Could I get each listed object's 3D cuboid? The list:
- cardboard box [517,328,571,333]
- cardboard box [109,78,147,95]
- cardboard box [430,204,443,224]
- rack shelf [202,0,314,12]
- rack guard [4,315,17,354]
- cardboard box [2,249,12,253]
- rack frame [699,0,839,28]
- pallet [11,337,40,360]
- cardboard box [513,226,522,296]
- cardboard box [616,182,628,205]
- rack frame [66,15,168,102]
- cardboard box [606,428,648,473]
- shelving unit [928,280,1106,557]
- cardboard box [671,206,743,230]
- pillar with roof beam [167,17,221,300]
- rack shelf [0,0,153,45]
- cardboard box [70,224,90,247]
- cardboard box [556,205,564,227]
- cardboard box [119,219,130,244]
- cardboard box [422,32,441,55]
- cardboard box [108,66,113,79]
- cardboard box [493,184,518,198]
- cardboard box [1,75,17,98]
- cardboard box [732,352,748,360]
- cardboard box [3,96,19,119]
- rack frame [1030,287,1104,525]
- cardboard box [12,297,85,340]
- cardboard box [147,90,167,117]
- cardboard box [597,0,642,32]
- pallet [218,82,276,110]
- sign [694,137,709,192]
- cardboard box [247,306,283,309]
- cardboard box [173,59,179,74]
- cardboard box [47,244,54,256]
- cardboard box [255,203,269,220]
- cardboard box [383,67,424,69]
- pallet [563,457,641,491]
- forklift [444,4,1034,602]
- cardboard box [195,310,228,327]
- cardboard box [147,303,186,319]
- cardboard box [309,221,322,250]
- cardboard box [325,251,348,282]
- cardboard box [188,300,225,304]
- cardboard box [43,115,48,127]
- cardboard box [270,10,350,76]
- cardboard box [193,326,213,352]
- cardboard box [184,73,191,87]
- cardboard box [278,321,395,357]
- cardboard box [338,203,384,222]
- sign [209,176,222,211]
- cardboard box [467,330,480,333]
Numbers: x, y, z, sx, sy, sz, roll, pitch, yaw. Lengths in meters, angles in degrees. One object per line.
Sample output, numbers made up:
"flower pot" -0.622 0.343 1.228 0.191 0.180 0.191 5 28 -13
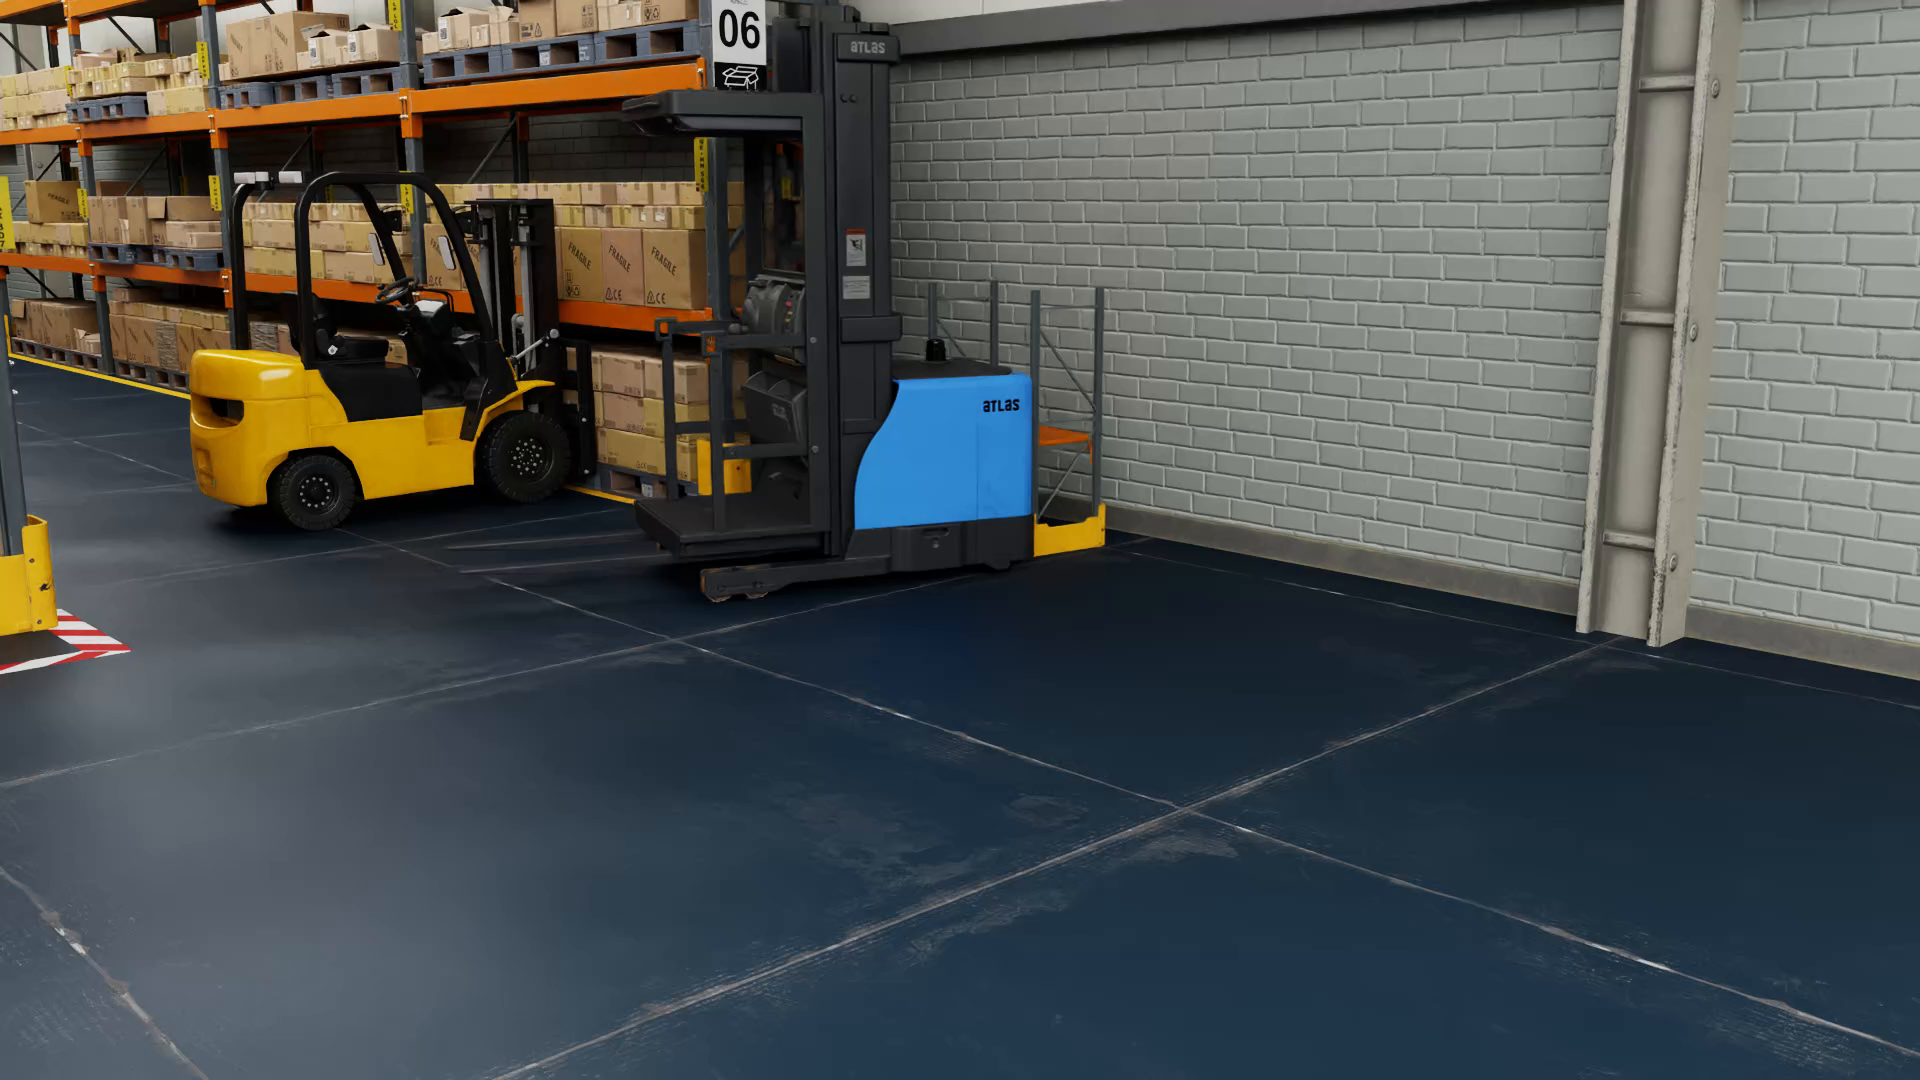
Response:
"cardboard box" -3.454 -1.569 13.387 0.500 0.250 0.500 -10 16 -41
"cardboard box" -8.664 -4.747 17.419 0.380 0.149 0.250 -10 16 -41
"cardboard box" -3.904 -2.548 12.991 0.380 0.149 0.250 -11 16 -43
"rack shelf" -5.315 -4.947 14.395 1.077 0.370 4.000 -11 16 -43
"rack guard" -12.168 -2.781 22.169 1.175 0.500 0.348 -11 16 -43
"cardboard box" -12.192 -3.807 21.578 0.380 0.149 0.250 -11 16 -43
"rack frame" -1.172 -4.619 10.032 1.000 3.000 0.127 -11 16 -43
"pallet" -11.617 -2.523 21.635 1.003 0.211 1.213 -11 16 -43
"cardboard box" -3.094 -2.065 12.254 0.500 0.500 0.500 -11 16 -43
"cardboard box" -2.083 -2.329 11.190 0.380 0.149 0.250 -11 16 -42
"rack frame" -9.459 -6.371 18.532 1.000 3.000 0.127 -11 16 -43
"cardboard box" -2.061 -0.638 11.350 0.500 0.250 0.500 -11 16 -43
"shelving unit" 0.308 -0.755 9.860 0.587 1.500 1.083 -8 14 -34
"cardboard box" -1.614 -2.059 10.618 0.380 0.149 0.250 -11 16 -42
"pillar with roof beam" -12.401 -5.998 16.723 9.100 9.000 0.400 -11 16 -43
"rack shelf" -10.840 -6.309 20.022 1.077 0.370 4.000 -11 16 -43
"cardboard box" -9.987 -3.545 19.318 0.500 0.250 0.500 -10 16 -41
"cardboard box" -2.624 -2.292 11.748 0.380 0.149 0.250 -11 16 -43
"cardboard box" -8.777 -3.316 17.865 0.396 0.266 0.258 -10 15 -40
"cardboard box" -3.844 -3.758 12.617 0.380 0.149 0.250 -10 16 -41
"cardboard box" -8.774 -4.939 17.614 0.380 0.149 0.250 -11 16 -42
"cardboard box" -3.198 -2.542 12.222 0.380 0.149 0.250 -11 16 -43
"cardboard box" -11.402 -5.554 20.399 0.500 0.250 0.500 -11 16 -43
"cardboard box" -1.367 -1.126 11.240 0.500 0.250 0.500 -11 16 -43
"cardboard box" -11.402 -5.307 20.437 0.500 0.250 0.500 11 16 43
"rack frame" 0.604 -0.669 9.444 0.500 1.500 0.032 -8 14 -34
"cardboard box" -11.867 -2.897 21.683 0.637 0.503 0.797 11 16 43
"cardboard box" -7.920 -4.432 16.926 0.500 0.250 0.500 -11 16 -43
"cardboard box" -2.139 -3.455 10.857 0.396 0.266 0.258 -11 16 -42
"pallet" -6.163 -4.139 15.600 1.213 0.211 1.003 -10 15 -40
"sign" -1.574 -2.291 10.139 0.100 0.325 0.005 -11 16 -43
"cardboard box" -7.345 -2.387 17.612 0.250 0.149 0.380 11 16 43
"cardboard box" -7.618 -4.722 16.610 0.380 0.149 0.250 -11 16 -43
"cardboard box" -10.914 -3.548 20.323 0.380 0.149 0.250 -11 16 -43
"cardboard box" -6.308 -3.055 15.451 0.380 0.149 0.250 -10 16 -41
"cardboard box" -4.638 -4.037 13.971 0.380 0.149 0.250 -11 16 -43
"pallet" -2.568 -0.599 12.296 1.003 0.211 1.213 -11 16 -43
"forklift" -1.161 -1.242 8.679 3.031 2.935 1.130 -5 13 -23
"cardboard box" -7.581 -2.265 17.016 0.250 0.149 0.380 11 16 43
"cardboard box" -8.626 -2.497 18.143 0.380 0.149 0.250 -11 16 -43
"cardboard box" -5.502 -2.698 14.706 0.500 0.250 0.500 -11 16 -42
"cardboard box" -5.143 -2.378 14.391 0.500 0.250 0.500 -11 16 -42
"cardboard box" -8.440 -2.612 18.704 0.250 0.149 0.380 11 16 42
"cardboard box" -10.596 -4.946 19.673 0.380 0.149 0.250 -10 15 -41
"cardboard box" -5.669 -4.333 14.540 0.500 0.500 0.500 -10 16 -41
"cardboard box" -7.482 -1.936 17.030 0.500 0.500 0.500 -11 16 -43
"cardboard box" -7.443 -4.540 16.465 0.380 0.149 0.250 -10 16 -41
"cardboard box" -5.818 -1.704 15.593 0.875 0.625 0.625 -10 15 -41
"cardboard box" -5.066 -2.795 14.191 0.250 0.149 0.380 11 16 44
"sign" -7.082 -3.300 15.821 0.100 0.325 0.005 -11 16 -43
"cardboard box" -3.827 -1.499 13.050 0.500 0.250 0.500 -11 16 -43
